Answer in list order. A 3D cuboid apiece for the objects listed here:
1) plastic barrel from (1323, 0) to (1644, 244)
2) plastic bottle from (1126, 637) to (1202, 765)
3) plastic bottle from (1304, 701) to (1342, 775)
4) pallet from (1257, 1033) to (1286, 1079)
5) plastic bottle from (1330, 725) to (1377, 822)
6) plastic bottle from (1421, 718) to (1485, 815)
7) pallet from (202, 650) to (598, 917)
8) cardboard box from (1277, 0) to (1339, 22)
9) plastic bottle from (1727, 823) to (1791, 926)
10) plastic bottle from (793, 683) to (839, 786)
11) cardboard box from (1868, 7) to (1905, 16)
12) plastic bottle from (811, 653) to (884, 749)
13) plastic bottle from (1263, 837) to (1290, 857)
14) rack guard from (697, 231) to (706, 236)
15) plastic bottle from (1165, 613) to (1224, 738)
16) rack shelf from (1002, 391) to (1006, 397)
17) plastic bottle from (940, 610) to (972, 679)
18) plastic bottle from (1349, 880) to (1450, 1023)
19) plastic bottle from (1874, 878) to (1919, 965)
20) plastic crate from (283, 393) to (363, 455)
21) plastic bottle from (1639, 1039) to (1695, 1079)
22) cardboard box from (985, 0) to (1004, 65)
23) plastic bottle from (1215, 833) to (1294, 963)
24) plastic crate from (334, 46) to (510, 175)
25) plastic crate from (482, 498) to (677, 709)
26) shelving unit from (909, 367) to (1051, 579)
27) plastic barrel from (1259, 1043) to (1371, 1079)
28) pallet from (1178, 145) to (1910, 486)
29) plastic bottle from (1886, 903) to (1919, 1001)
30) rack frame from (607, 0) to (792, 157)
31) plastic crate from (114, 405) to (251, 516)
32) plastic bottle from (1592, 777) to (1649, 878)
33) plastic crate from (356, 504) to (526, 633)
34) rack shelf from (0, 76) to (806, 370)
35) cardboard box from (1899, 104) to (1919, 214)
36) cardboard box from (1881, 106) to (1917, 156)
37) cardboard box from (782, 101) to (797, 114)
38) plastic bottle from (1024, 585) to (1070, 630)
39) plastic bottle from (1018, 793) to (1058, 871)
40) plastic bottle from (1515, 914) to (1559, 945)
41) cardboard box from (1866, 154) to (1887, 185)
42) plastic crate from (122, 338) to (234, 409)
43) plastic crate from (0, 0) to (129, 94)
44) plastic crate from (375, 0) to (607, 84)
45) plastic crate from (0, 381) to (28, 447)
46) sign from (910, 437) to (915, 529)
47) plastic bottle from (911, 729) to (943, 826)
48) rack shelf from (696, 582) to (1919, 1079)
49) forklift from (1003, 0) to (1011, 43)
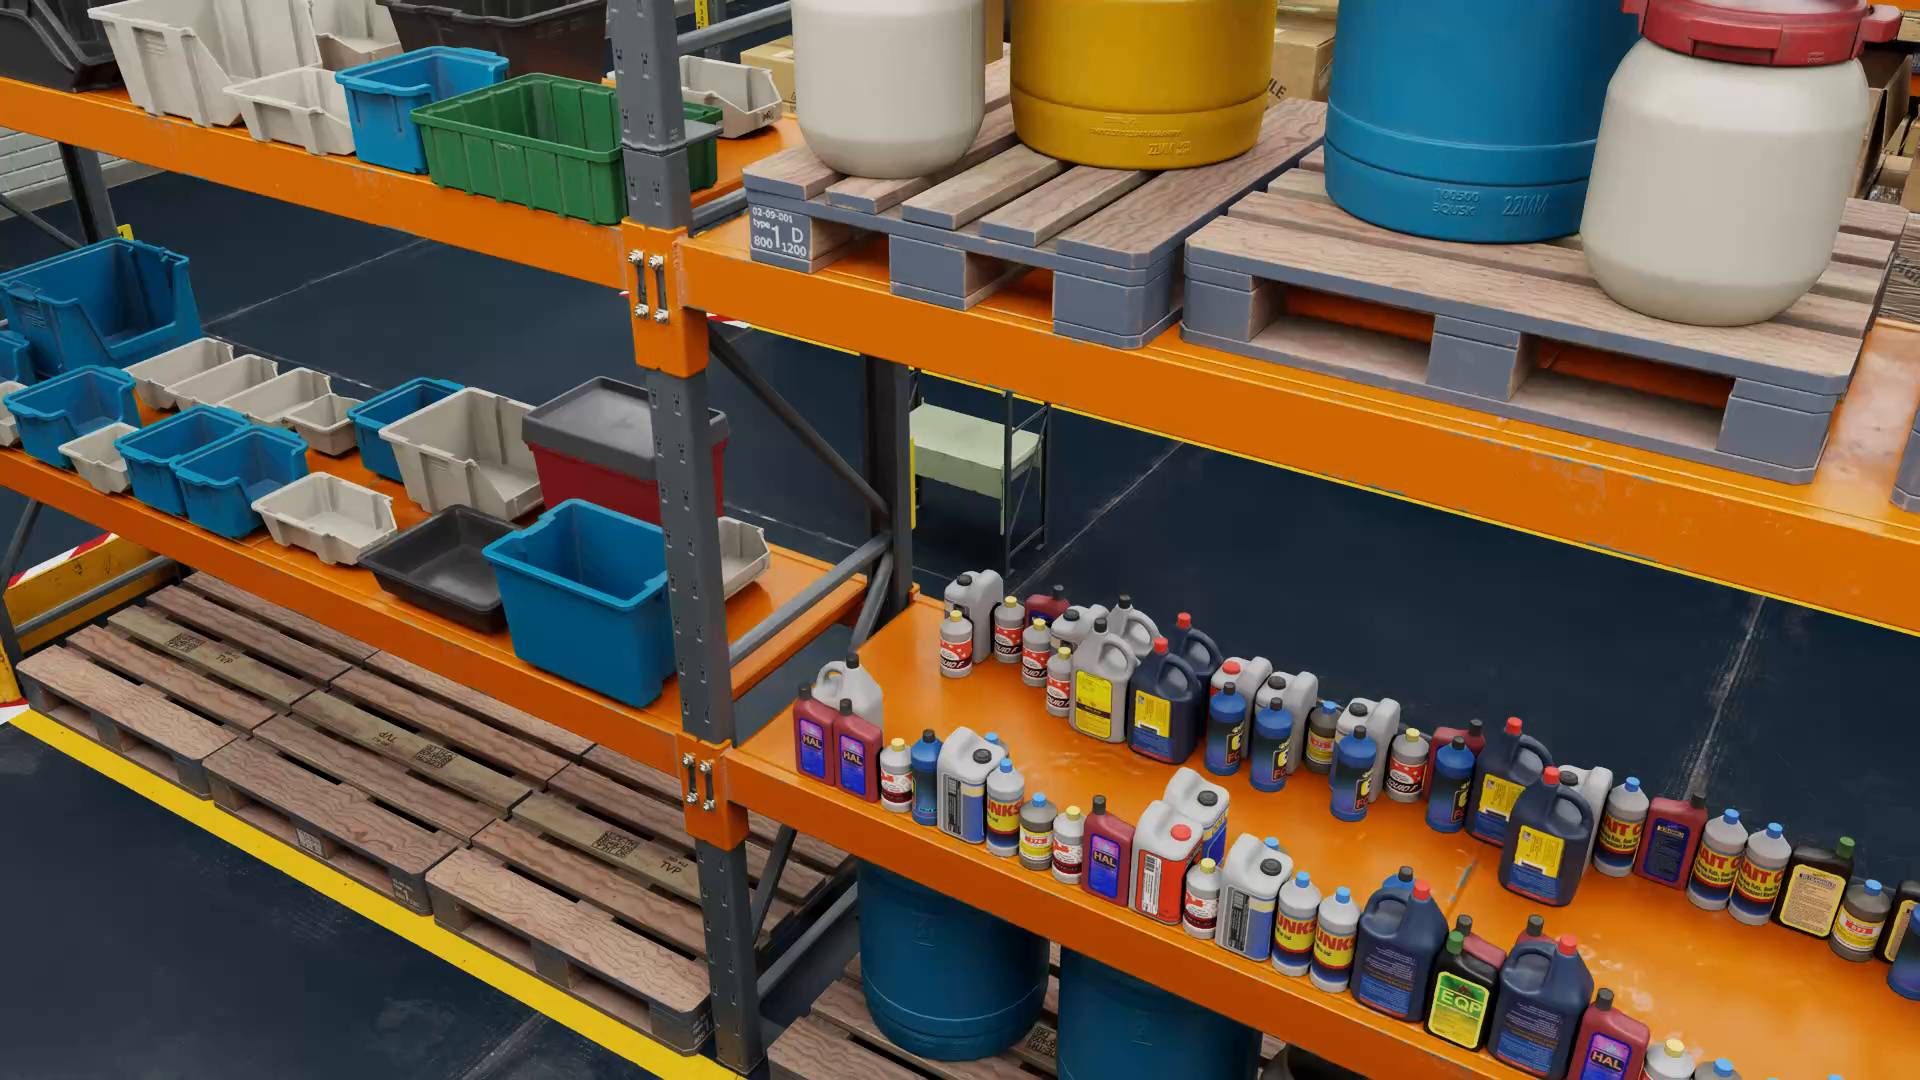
[{"bbox_3d":[1.060,-1.110,3.285,0.708,0.901,0.600,18,35,27],"label":"plastic barrel"},{"bbox_3d":[0.565,0.431,4.584,0.185,0.351,0.144,18,35,27],"label":"plastic bottle"},{"bbox_3d":[1.002,0.533,4.556,0.097,0.201,0.097,0,30,0],"label":"plastic bottle"},{"bbox_3d":[1.202,1.947,4.703,1.213,0.211,1.003,18,35,27],"label":"pallet"},{"bbox_3d":[1.035,0.604,4.365,0.097,0.271,0.097,0,30,0],"label":"plastic bottle"},{"bbox_3d":[1.306,0.583,4.389,0.133,0.283,0.061,18,35,27],"label":"plastic bottle"},{"bbox_3d":[-2.148,0.889,6.516,1.213,0.211,1.003,18,35,27],"label":"pallet"},{"bbox_3d":[1.896,-2.547,8.749,0.500,0.500,0.500,18,35,27],"label":"cardboard box"},{"bbox_3d":[1.942,0.801,4.029,0.097,0.271,0.097,0,30,0],"label":"plastic bottle"},{"bbox_3d":[-0.383,0.522,4.494,0.133,0.283,0.061,18,35,27],"label":"plastic bottle"},{"bbox_3d":[6.092,-3.562,10.917,0.250,0.149,0.380,17,34,27],"label":"cardboard box"},{"bbox_3d":[-0.307,0.456,4.540,0.185,0.351,0.144,18,35,27],"label":"plastic bottle"},{"bbox_3d":[0.754,0.816,4.072,0.097,0.201,0.097,0,30,0],"label":"plastic bottle"},{"bbox_3d":[-1.242,-1.921,11.046,0.348,0.500,1.175,18,35,27],"label":"rack guard"},{"bbox_3d":[0.642,0.369,4.690,0.185,0.351,0.144,18,35,27],"label":"plastic bottle"},{"bbox_3d":[0.006,-0.983,7.672,0.720,0.370,0.431,18,35,27],"label":"rack shelf"},{"bbox_3d":[-0.012,0.303,4.951,0.097,0.201,0.097,0,30,0],"label":"plastic bottle"},{"bbox_3d":[1.001,0.906,3.769,0.185,0.351,0.144,18,35,27],"label":"plastic bottle"},{"bbox_3d":[2.245,0.880,3.880,0.133,0.283,0.061,18,35,27],"label":"plastic bottle"},{"bbox_3d":[-2.321,-0.431,6.215,0.250,0.136,0.298,18,35,27],"label":"plastic crate"},{"bbox_3d":[1.491,1.140,3.517,0.097,0.201,0.097,0,30,0],"label":"plastic bottle"},{"bbox_3d":[-0.093,-2.867,9.298,0.500,0.500,0.500,17,34,26],"label":"cardboard box"},{"bbox_3d":[0.703,0.842,3.953,0.135,0.276,0.152,18,35,27],"label":"plastic bottle"},{"bbox_3d":[-1.408,-1.139,4.416,0.300,0.233,0.416,18,35,27],"label":"plastic crate"},{"bbox_3d":[-1.044,0.193,4.899,0.575,0.384,0.392,18,35,27],"label":"plastic crate"},{"bbox_3d":[0.006,-0.646,7.869,0.755,1.500,0.431,18,35,27],"label":"shelving unit"},{"bbox_3d":[1.015,1.617,4.554,0.421,0.512,0.421,0,30,0],"label":"plastic barrel"},{"bbox_3d":[1.211,-0.552,3.429,1.213,0.211,1.003,18,35,27],"label":"pallet"},{"bbox_3d":[2.218,0.924,3.817,0.097,0.271,0.097,0,30,0],"label":"plastic bottle"},{"bbox_3d":[-0.467,-2.400,3.433,0.127,3.000,1.000,18,35,27],"label":"rack frame"},{"bbox_3d":[-2.706,-0.274,5.850,0.300,0.233,0.416,18,35,27],"label":"plastic crate"},{"bbox_3d":[1.664,0.713,4.179,0.097,0.271,0.097,0,30,0],"label":"plastic bottle"},{"bbox_3d":[-1.558,0.099,5.316,0.590,0.125,0.437,18,35,27],"label":"plastic crate"},{"bbox_3d":[-2.161,-1.329,5.289,4.000,0.370,1.077,18,35,27],"label":"rack shelf"},{"bbox_3d":[4.393,-1.706,7.102,0.637,0.503,0.797,18,35,28],"label":"cardboard box"},{"bbox_3d":[6.256,-2.847,11.473,0.500,0.250,0.500,19,35,29],"label":"cardboard box"},{"bbox_3d":[-0.879,-2.581,9.947,0.250,0.149,0.380,17,34,27],"label":"cardboard box"},{"bbox_3d":[0.259,0.252,4.957,0.133,0.283,0.061,18,35,27],"label":"plastic bottle"},{"bbox_3d":[0.198,0.731,4.218,0.097,0.201,0.097,0,30,0],"label":"plastic bottle"},{"bbox_3d":[1.303,0.970,3.726,0.133,0.283,0.061,18,35,27],"label":"plastic bottle"},{"bbox_3d":[3.991,-1.548,7.827,0.500,0.500,0.500,18,35,28],"label":"cardboard box"},{"bbox_3d":[-3.068,-0.651,6.591,0.243,0.136,0.396,18,35,27],"label":"plastic crate"},{"bbox_3d":[-2.707,-1.622,5.139,0.767,0.338,0.504,18,35,27],"label":"plastic crate"},{"bbox_3d":[-1.373,-1.497,4.993,0.590,0.269,0.497,18,35,27],"label":"plastic crate"},{"bbox_3d":[-3.593,-0.464,6.271,0.298,0.136,0.250,18,35,27],"label":"plastic crate"},{"bbox_3d":[-0.173,-0.162,5.277,0.005,0.325,0.100,18,35,27],"label":"sign"},{"bbox_3d":[-0.081,0.612,4.351,0.097,0.271,0.097,0,30,0],"label":"plastic bottle"},{"bbox_3d":[1.227,1.038,4.208,4.000,0.370,1.077,18,35,27],"label":"rack shelf"},{"bbox_3d":[0.567,-3.806,11.866,3.031,2.935,1.130,17,34,26],"label":"forklift"}]
